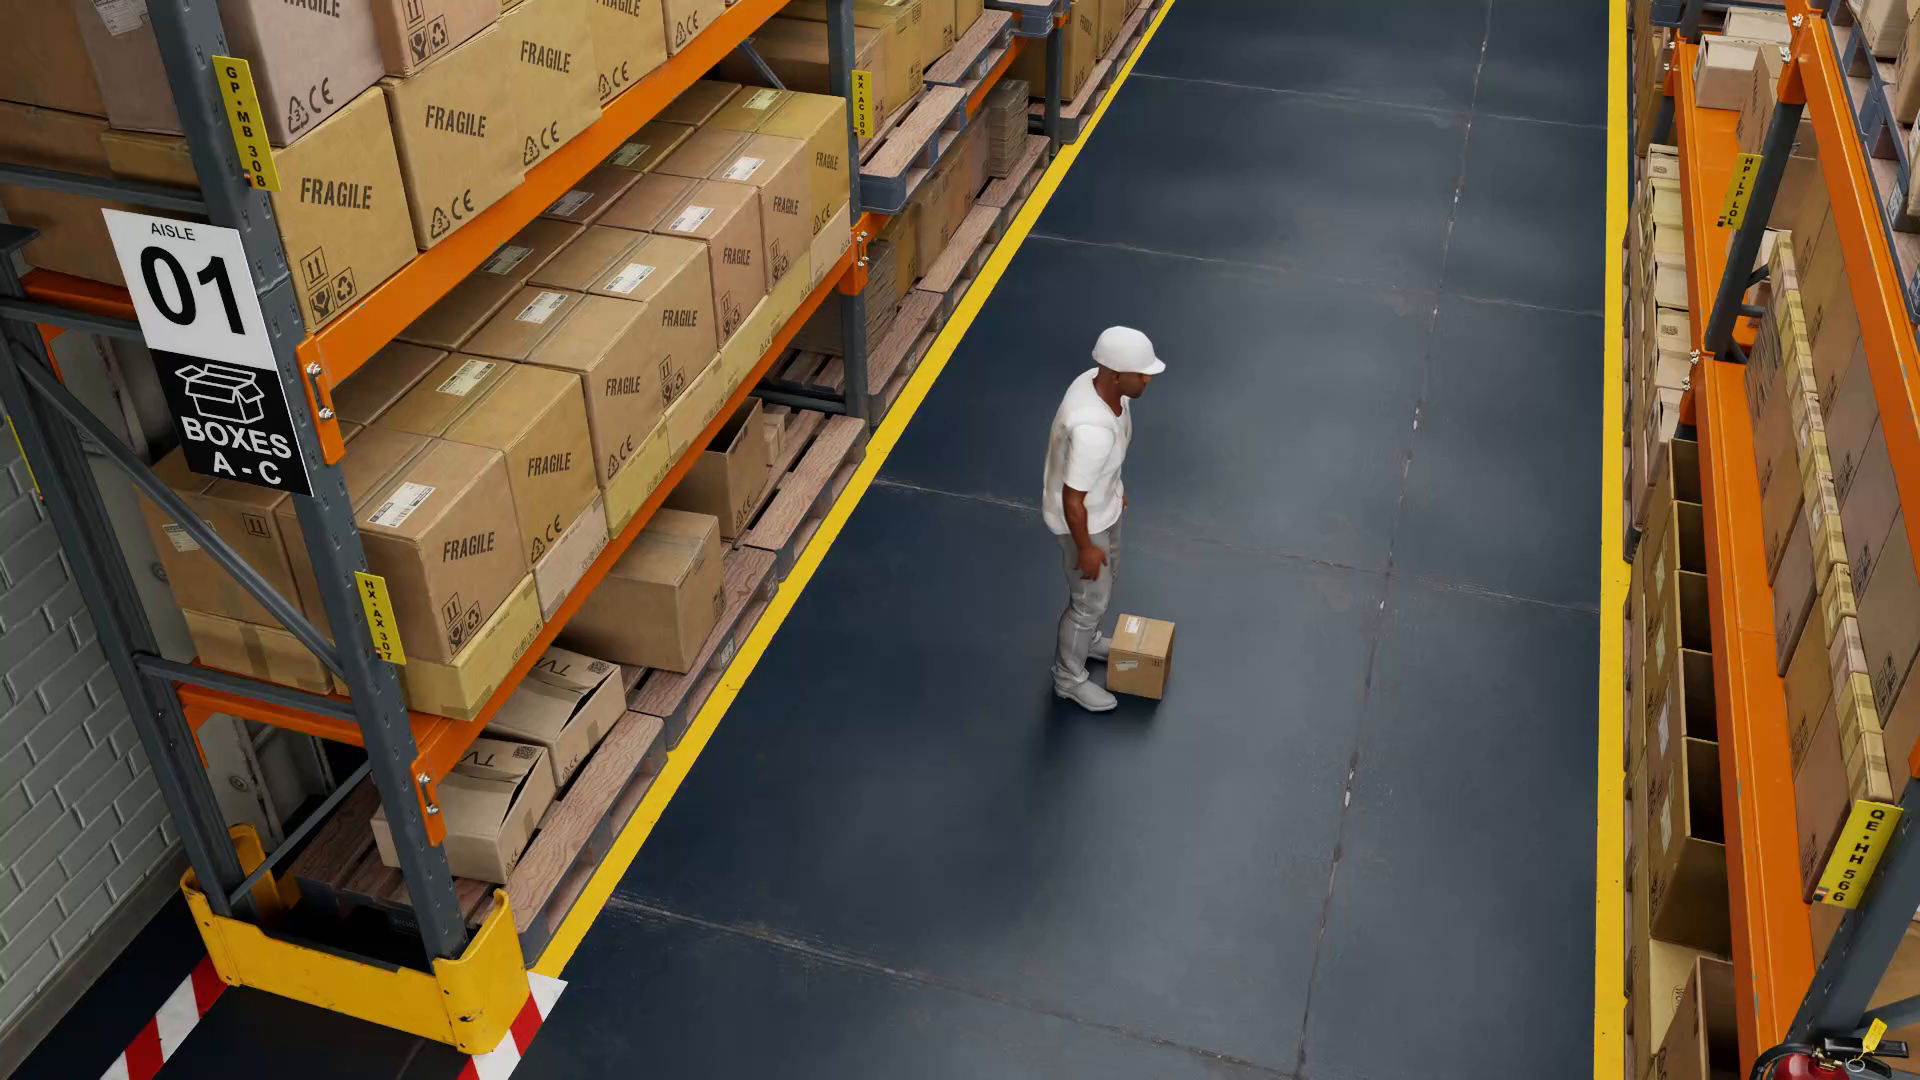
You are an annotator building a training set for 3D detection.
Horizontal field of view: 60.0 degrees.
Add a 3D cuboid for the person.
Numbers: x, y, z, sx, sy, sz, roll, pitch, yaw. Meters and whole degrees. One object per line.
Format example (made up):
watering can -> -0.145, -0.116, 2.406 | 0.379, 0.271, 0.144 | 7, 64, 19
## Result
person -> 0.580, -0.114, 7.029 | 0.457, 1.761, 0.628 | 9, 38, 12
